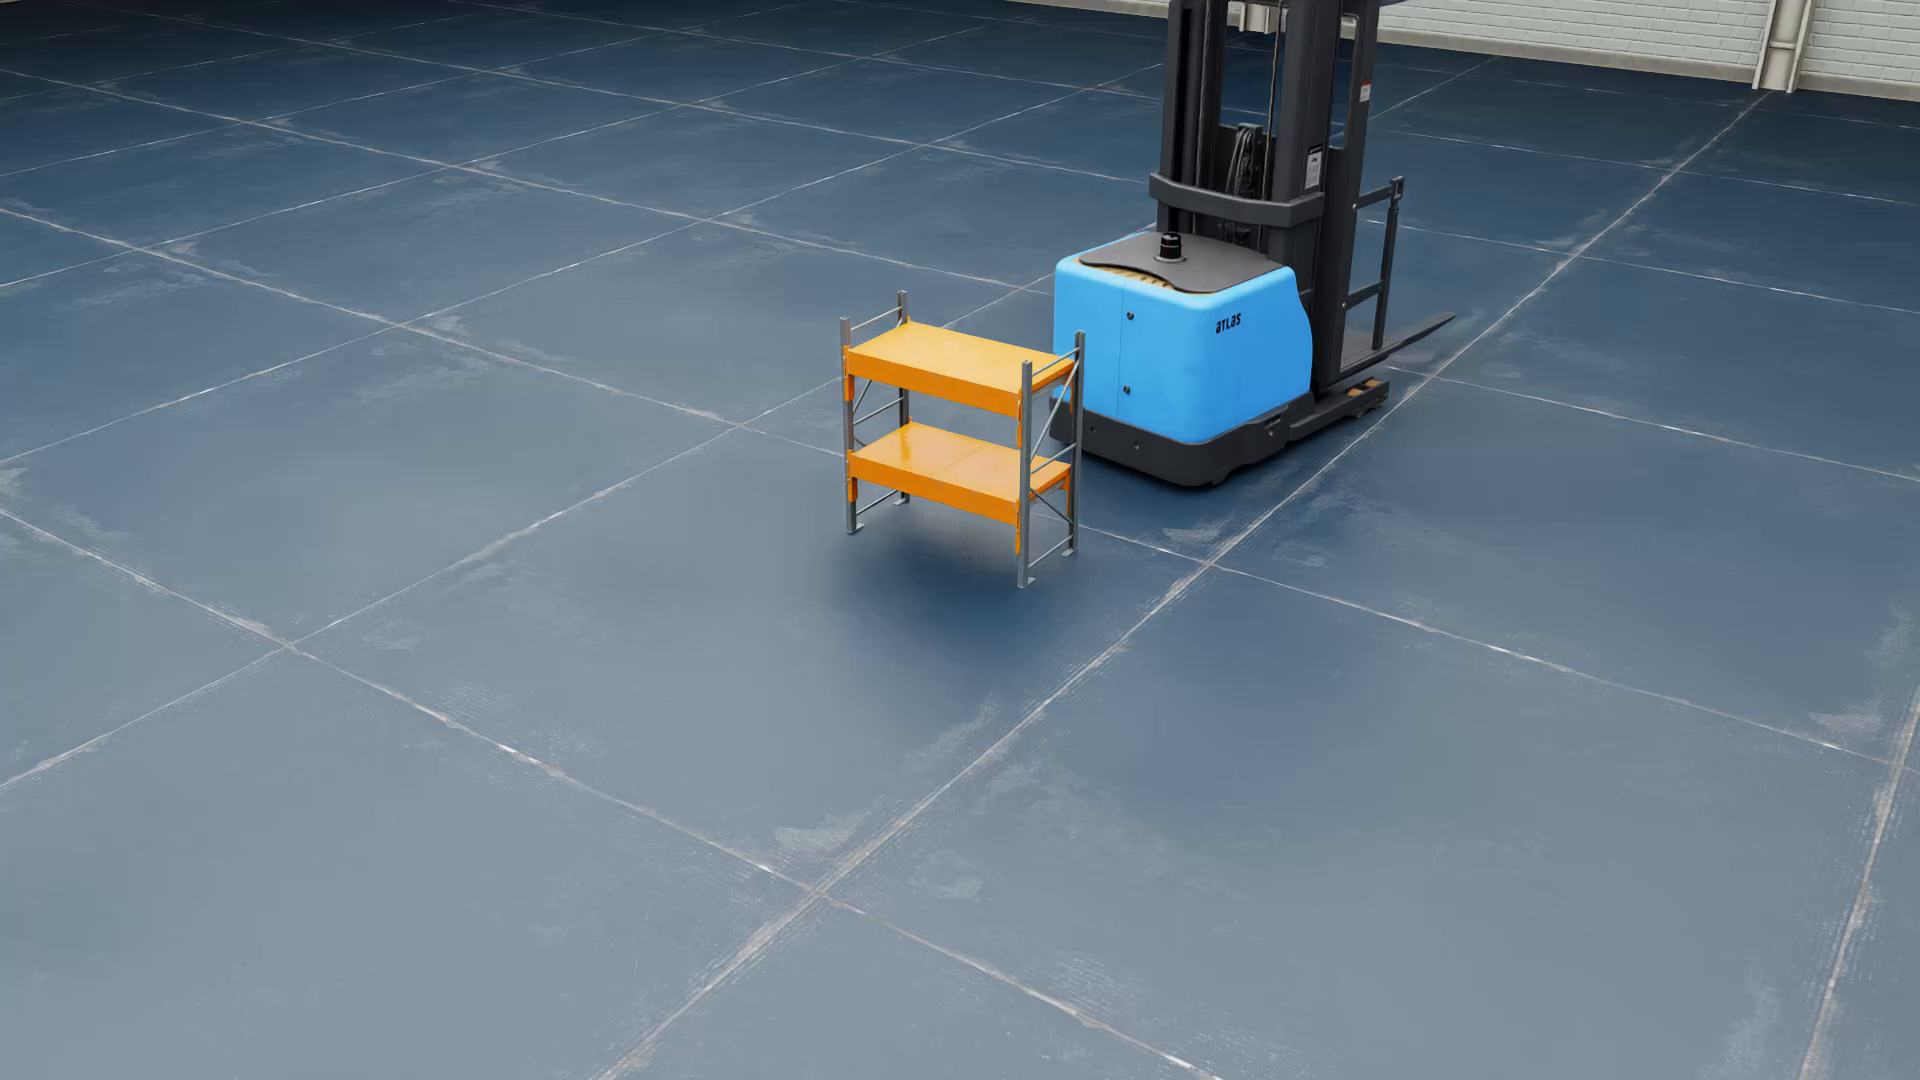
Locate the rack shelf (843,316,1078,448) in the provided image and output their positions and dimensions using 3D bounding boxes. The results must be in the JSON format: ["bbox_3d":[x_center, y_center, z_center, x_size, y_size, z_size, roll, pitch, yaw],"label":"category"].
[{"bbox_3d":[0.006,-0.760,7.859,1.000,0.278,0.538,17,32,30],"label":"rack shelf"}]

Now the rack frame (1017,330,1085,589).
[{"bbox_3d":[0.425,-0.369,7.735,0.032,1.125,0.500,17,32,30],"label":"rack frame"}]

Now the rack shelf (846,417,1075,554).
[{"bbox_3d":[0.006,-0.282,8.102,1.000,0.278,0.538,17,32,30],"label":"rack shelf"}]

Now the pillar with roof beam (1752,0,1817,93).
[{"bbox_3d":[6.236,-7.214,12.504,0.400,9.000,9.100,17,32,30],"label":"pillar with roof beam"}]

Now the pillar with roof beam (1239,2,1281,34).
[{"bbox_3d":[1.291,-8.755,15.531,0.400,9.000,9.100,17,32,30],"label":"pillar with roof beam"}]

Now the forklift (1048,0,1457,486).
[{"bbox_3d":[1.874,-2.159,9.262,1.130,2.935,3.031,24,35,38],"label":"forklift"}]

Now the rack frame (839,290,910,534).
[{"bbox_3d":[-0.413,-0.630,8.248,0.032,1.125,0.500,17,32,30],"label":"rack frame"}]

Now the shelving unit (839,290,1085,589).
[{"bbox_3d":[0.006,-0.500,7.991,1.048,1.125,0.538,17,32,30],"label":"shelving unit"}]
